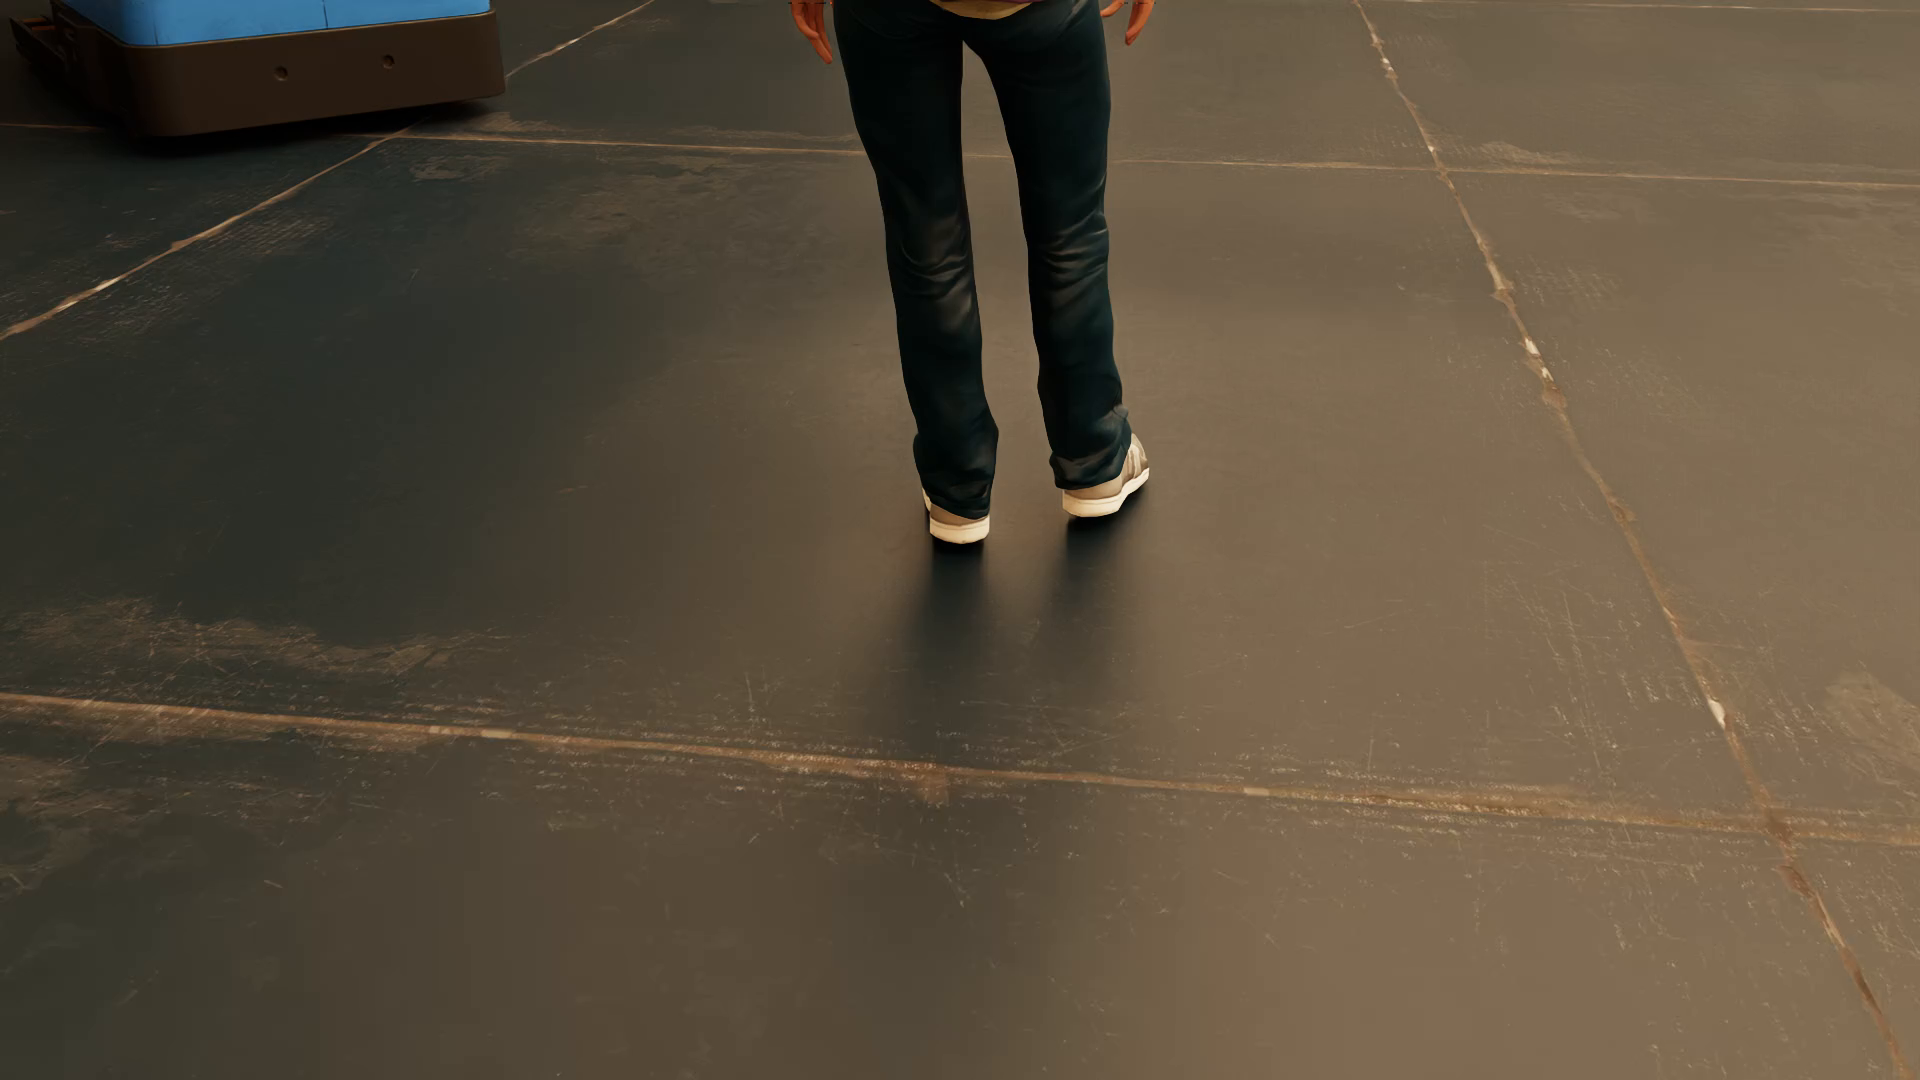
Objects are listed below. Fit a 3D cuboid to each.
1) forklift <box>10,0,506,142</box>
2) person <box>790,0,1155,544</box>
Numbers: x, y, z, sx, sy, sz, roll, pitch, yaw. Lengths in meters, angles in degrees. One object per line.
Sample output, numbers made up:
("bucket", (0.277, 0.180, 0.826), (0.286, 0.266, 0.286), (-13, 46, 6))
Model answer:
("forklift", (-2.661, -3.015, 5.260), (1.130, 2.935, 3.031), (-18, 32, -32))
("person", (0.023, -0.747, 2.208), (0.521, 1.584, 0.473), (3, 27, 7))
